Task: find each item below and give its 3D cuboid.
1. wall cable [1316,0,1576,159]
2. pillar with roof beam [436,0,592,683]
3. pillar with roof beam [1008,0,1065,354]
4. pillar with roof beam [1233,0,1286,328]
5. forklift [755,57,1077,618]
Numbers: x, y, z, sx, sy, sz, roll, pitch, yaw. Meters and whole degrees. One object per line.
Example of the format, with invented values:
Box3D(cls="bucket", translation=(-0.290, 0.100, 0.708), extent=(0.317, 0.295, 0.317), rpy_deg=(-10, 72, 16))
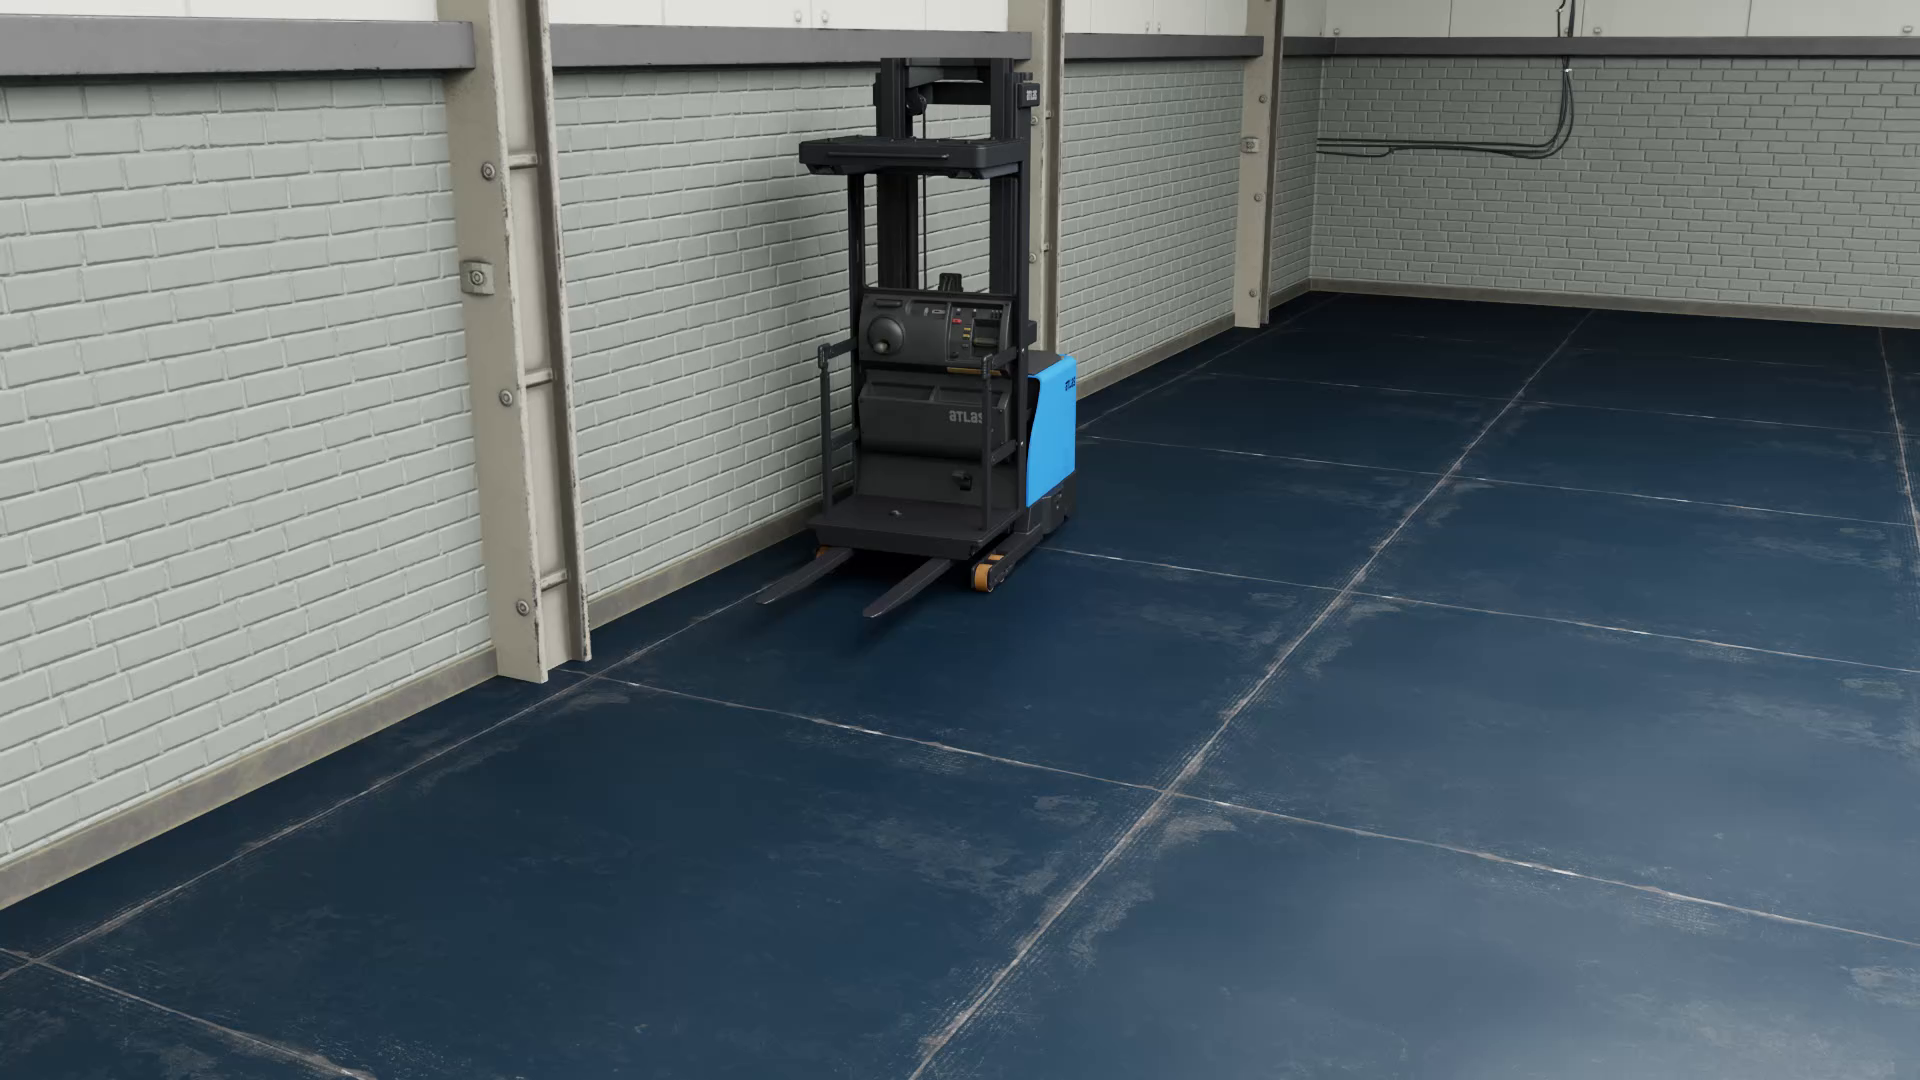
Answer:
Box3D(cls="wall cable", translation=(5.759, -5.830, 19.801), extent=(3.097, 2.526, 0.112), rpy_deg=(8, 18, 25))
Box3D(cls="pillar with roof beam", translation=(1.748, -3.132, 5.264), extent=(9.100, 9.000, 0.400), rpy_deg=(8, 18, 25))
Box3D(cls="pillar with roof beam", translation=(4.429, -4.660, 10.410), extent=(9.100, 9.000, 0.400), rpy_deg=(8, 18, 25))
Box3D(cls="pillar with roof beam", translation=(7.111, -6.189, 15.555), extent=(9.100, 9.000, 0.400), rpy_deg=(8, 18, 25))
Box3D(cls="forklift", translation=(-0.222, -1.237, 9.541), extent=(1.130, 2.935, 3.031), rpy_deg=(6, 18, 20))
